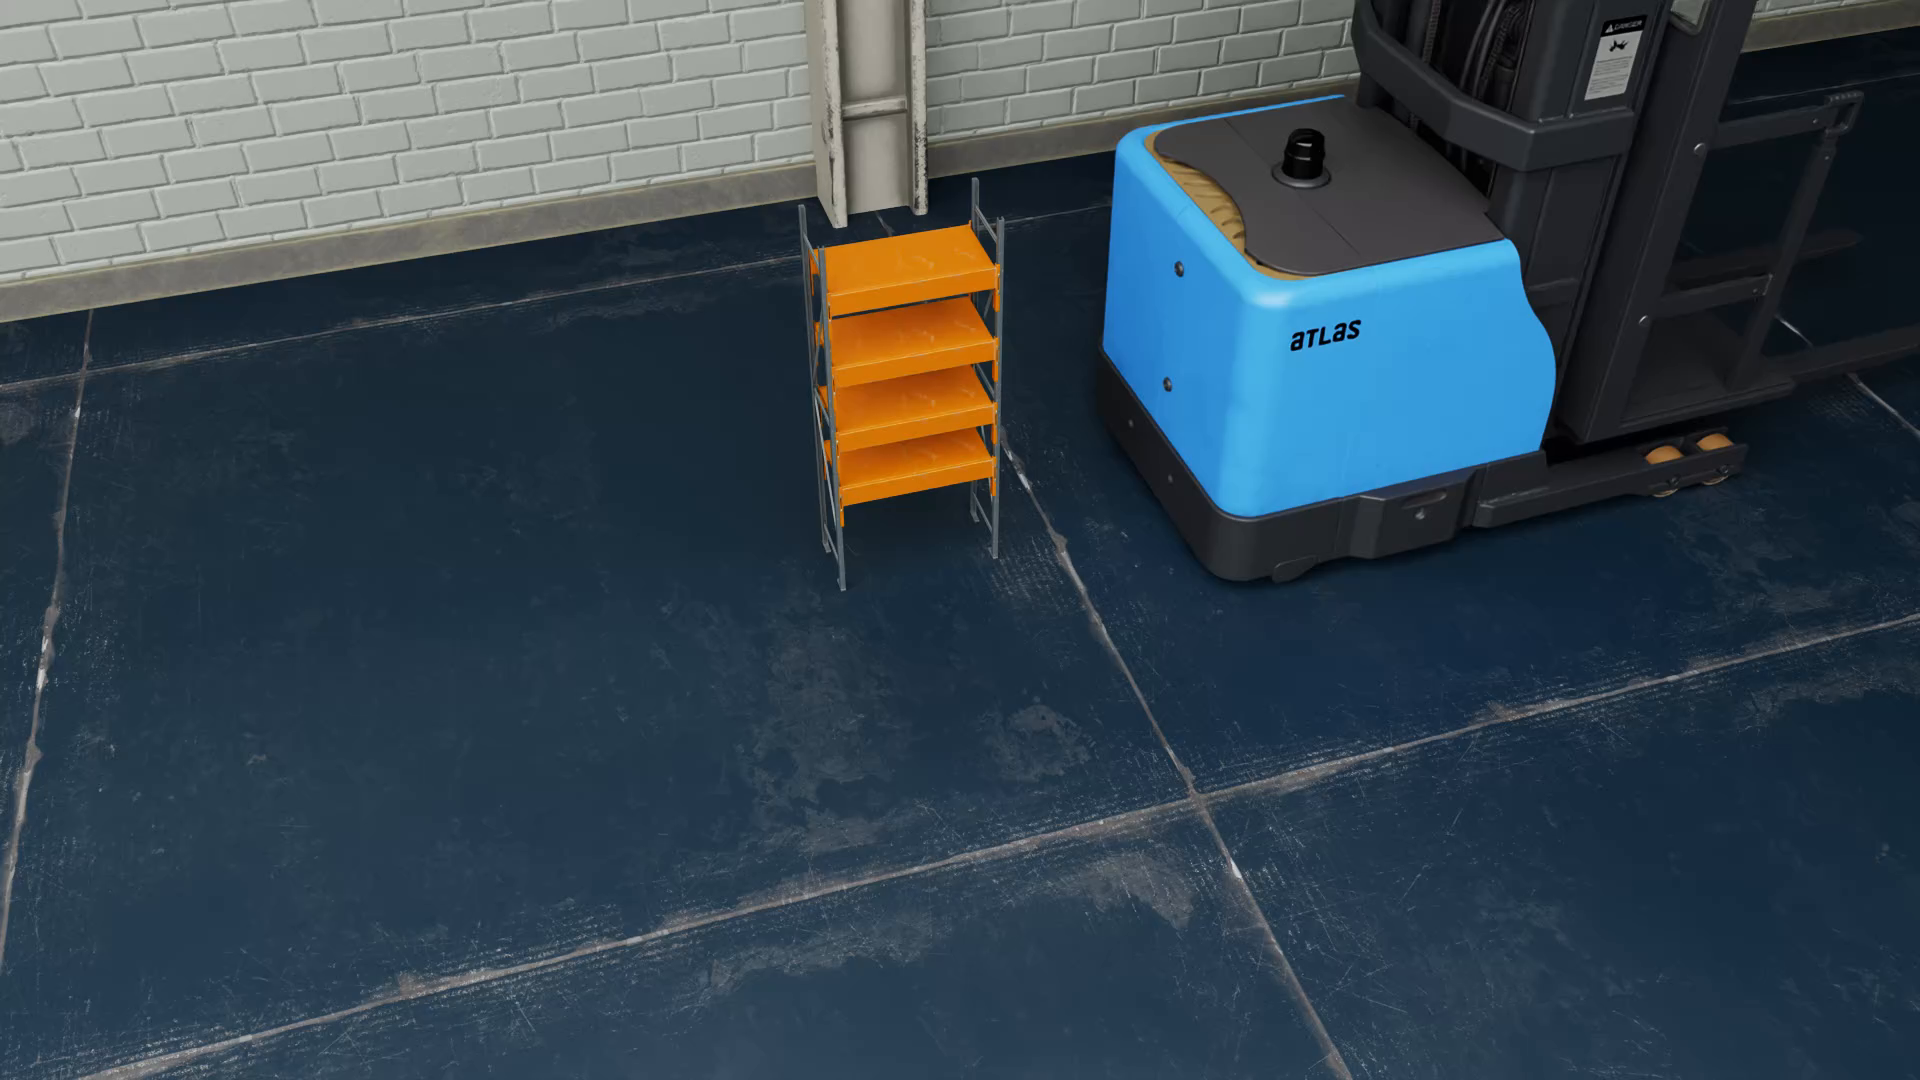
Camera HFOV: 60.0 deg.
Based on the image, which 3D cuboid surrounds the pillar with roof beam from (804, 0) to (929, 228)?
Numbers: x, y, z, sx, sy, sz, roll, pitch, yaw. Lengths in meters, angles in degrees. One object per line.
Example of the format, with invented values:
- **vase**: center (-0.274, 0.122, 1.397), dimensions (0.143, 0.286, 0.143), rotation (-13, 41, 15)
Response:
- **pillar with roof beam**: center (0.931, -2.075, 0.786), dimensions (0.400, 9.000, 9.100), rotation (-12, 42, -13)

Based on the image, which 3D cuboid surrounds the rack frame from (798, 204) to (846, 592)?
- **rack frame**: center (-0.391, -0.371, 4.763), dimensions (0.015, 1.200, 0.240), rotation (-12, 42, -13)

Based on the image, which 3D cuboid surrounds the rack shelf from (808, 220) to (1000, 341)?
- **rack shelf**: center (-0.158, -0.715, 4.559), dimensions (0.480, 0.148, 0.258), rotation (-12, 42, -13)

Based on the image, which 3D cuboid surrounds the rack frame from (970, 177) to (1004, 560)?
- **rack frame**: center (0.075, -0.467, 4.873), dimensions (0.015, 1.200, 0.240), rotation (-12, 42, -13)

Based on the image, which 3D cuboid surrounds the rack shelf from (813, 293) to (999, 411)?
- **rack shelf**: center (-0.158, -0.537, 4.715), dimensions (0.480, 0.148, 0.258), rotation (-12, 42, -13)

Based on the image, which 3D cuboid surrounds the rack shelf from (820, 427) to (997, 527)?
- **rack shelf**: center (-0.158, -0.219, 4.993), dimensions (0.480, 0.148, 0.258), rotation (-12, 42, -13)

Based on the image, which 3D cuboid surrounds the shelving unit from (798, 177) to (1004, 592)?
- **shelving unit**: center (-0.158, -0.419, 4.818), dimensions (0.503, 1.200, 0.258), rotation (-12, 42, -13)

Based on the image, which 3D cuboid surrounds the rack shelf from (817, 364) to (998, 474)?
- **rack shelf**: center (-0.158, -0.368, 4.862), dimensions (0.480, 0.148, 0.258), rotation (-12, 42, -13)

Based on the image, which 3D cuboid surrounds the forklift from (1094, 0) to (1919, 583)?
- **forklift**: center (2.032, -1.559, 4.807), dimensions (3.031, 2.935, 1.130), rotation (-13, 43, -14)
